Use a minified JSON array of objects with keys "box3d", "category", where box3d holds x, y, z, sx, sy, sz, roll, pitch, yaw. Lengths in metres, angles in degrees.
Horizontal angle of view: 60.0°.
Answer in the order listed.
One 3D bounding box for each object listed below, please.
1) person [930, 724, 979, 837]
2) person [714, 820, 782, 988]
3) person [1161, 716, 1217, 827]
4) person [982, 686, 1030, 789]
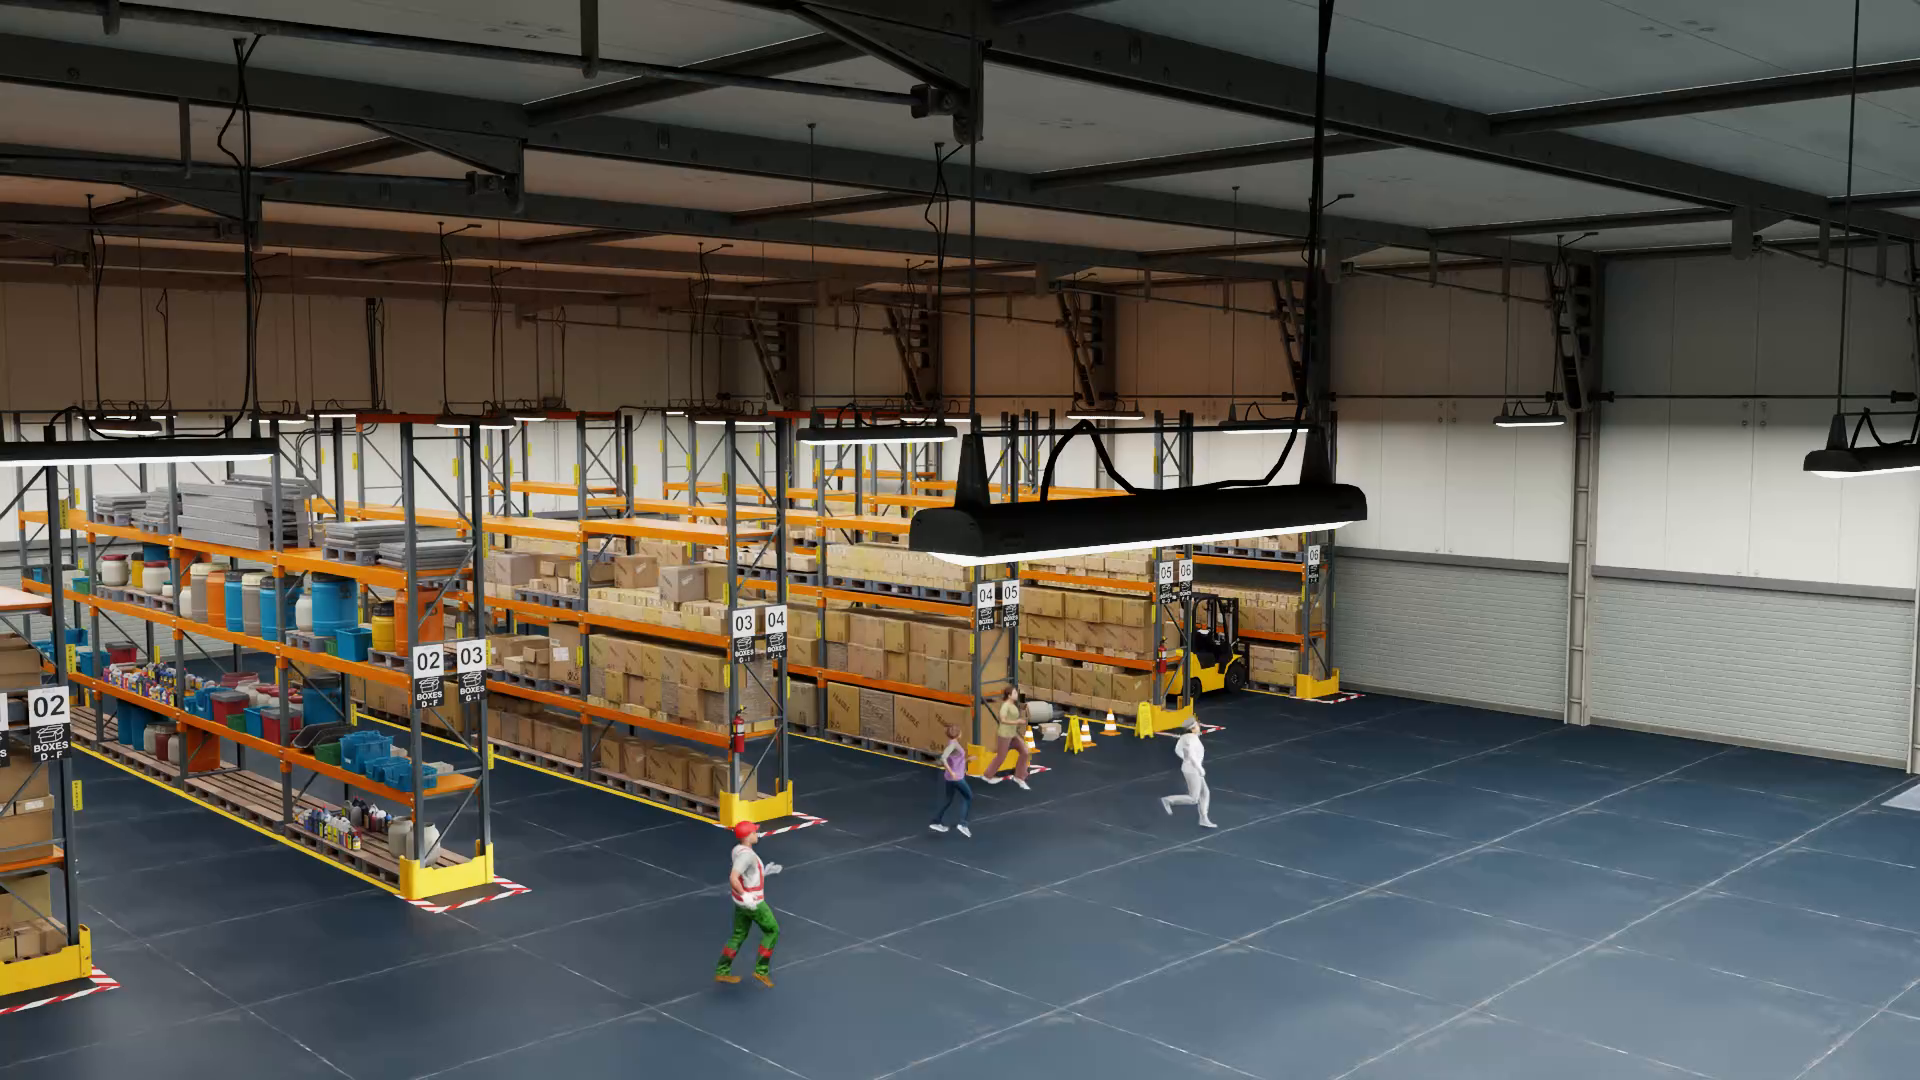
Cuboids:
[{"box3d":[-0.077,3.467,23.877,0.707,1.630,0.505,-1,5,-13],"category":"person"},{"box3d":[-2.244,3.898,17.754,0.762,1.839,0.643,-2,6,-26],"category":"person"},{"box3d":[3.370,3.410,24.382,0.834,1.677,0.614,0,5,-3],"category":"person"},{"box3d":[0.726,3.181,26.836,0.783,1.687,0.600,2,5,24],"category":"person"}]
